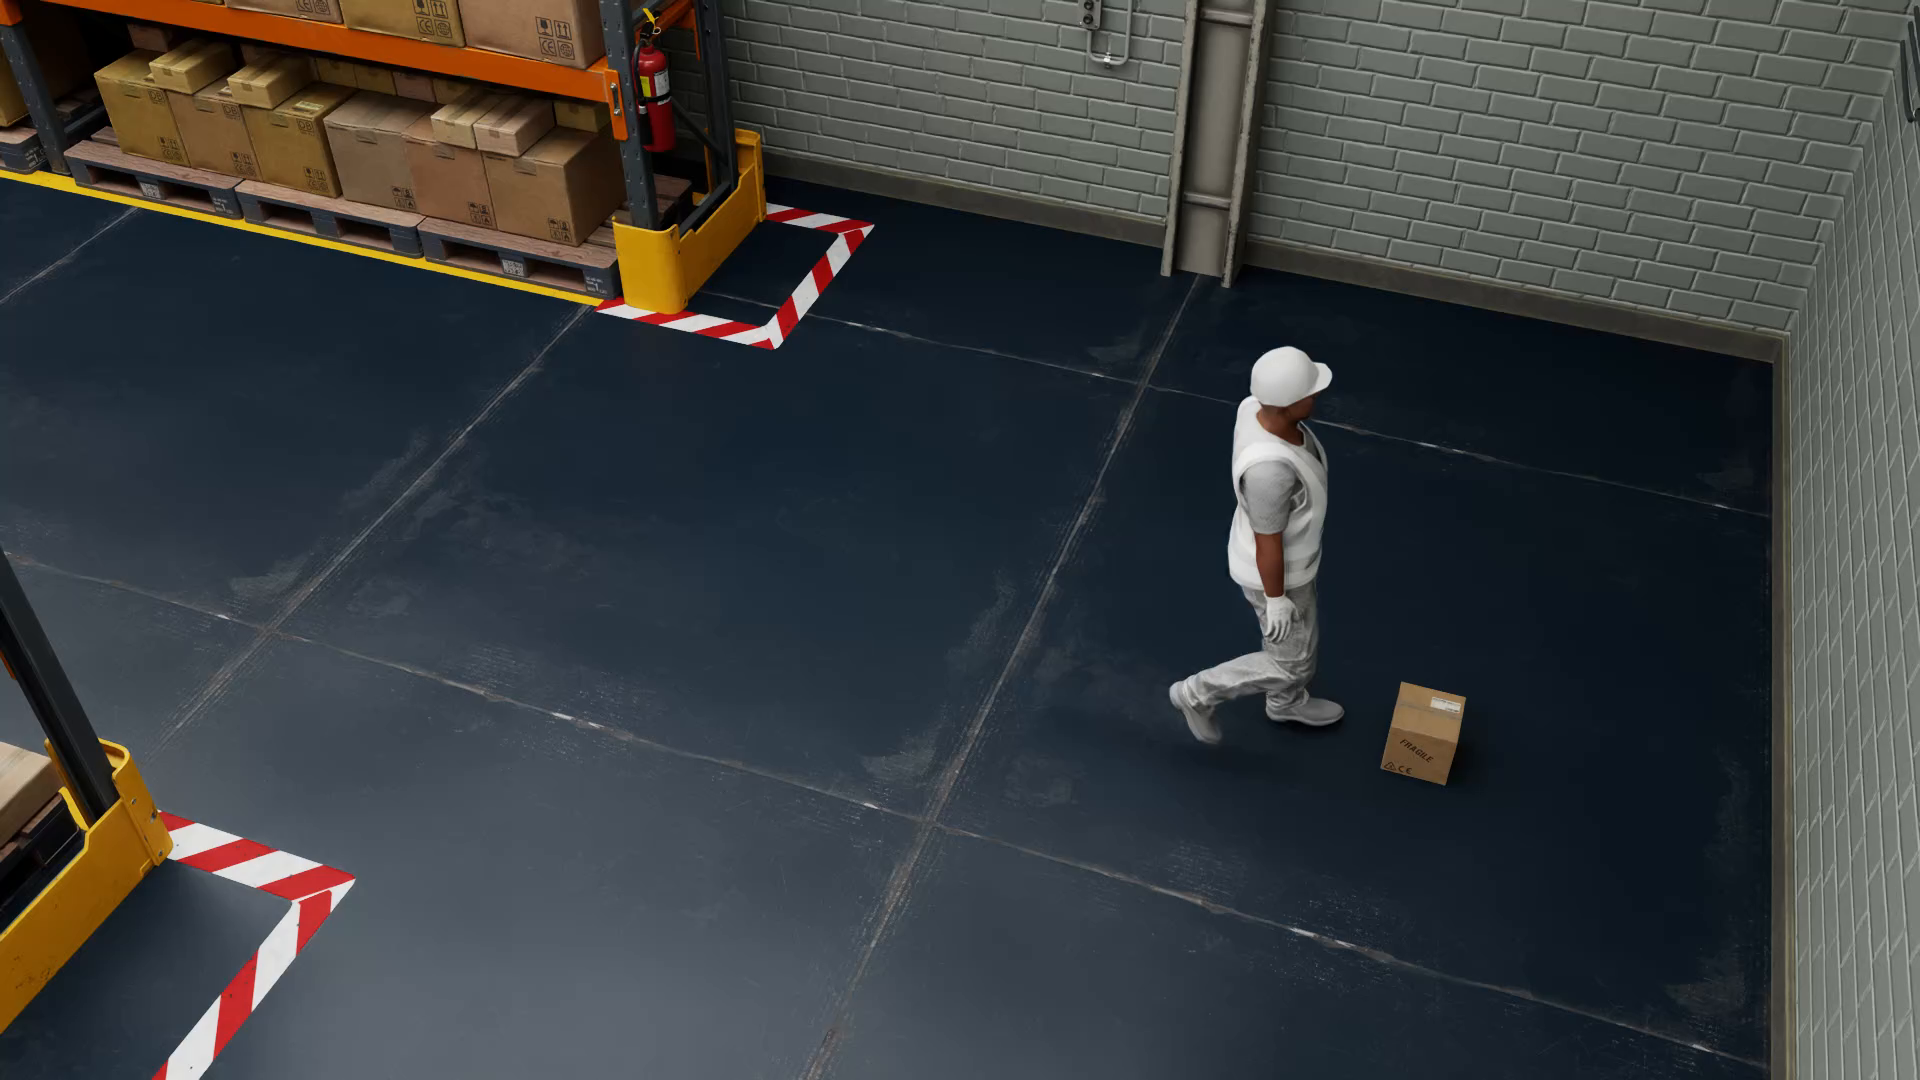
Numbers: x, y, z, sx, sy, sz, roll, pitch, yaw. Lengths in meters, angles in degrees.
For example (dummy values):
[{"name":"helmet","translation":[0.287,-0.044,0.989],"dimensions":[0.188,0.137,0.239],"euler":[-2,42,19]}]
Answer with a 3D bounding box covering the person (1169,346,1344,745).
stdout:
[{"name":"person","translation":[1.170,0.069,6.029],"dimensions":[0.697,1.774,0.592],"euler":[6,42,7]}]
